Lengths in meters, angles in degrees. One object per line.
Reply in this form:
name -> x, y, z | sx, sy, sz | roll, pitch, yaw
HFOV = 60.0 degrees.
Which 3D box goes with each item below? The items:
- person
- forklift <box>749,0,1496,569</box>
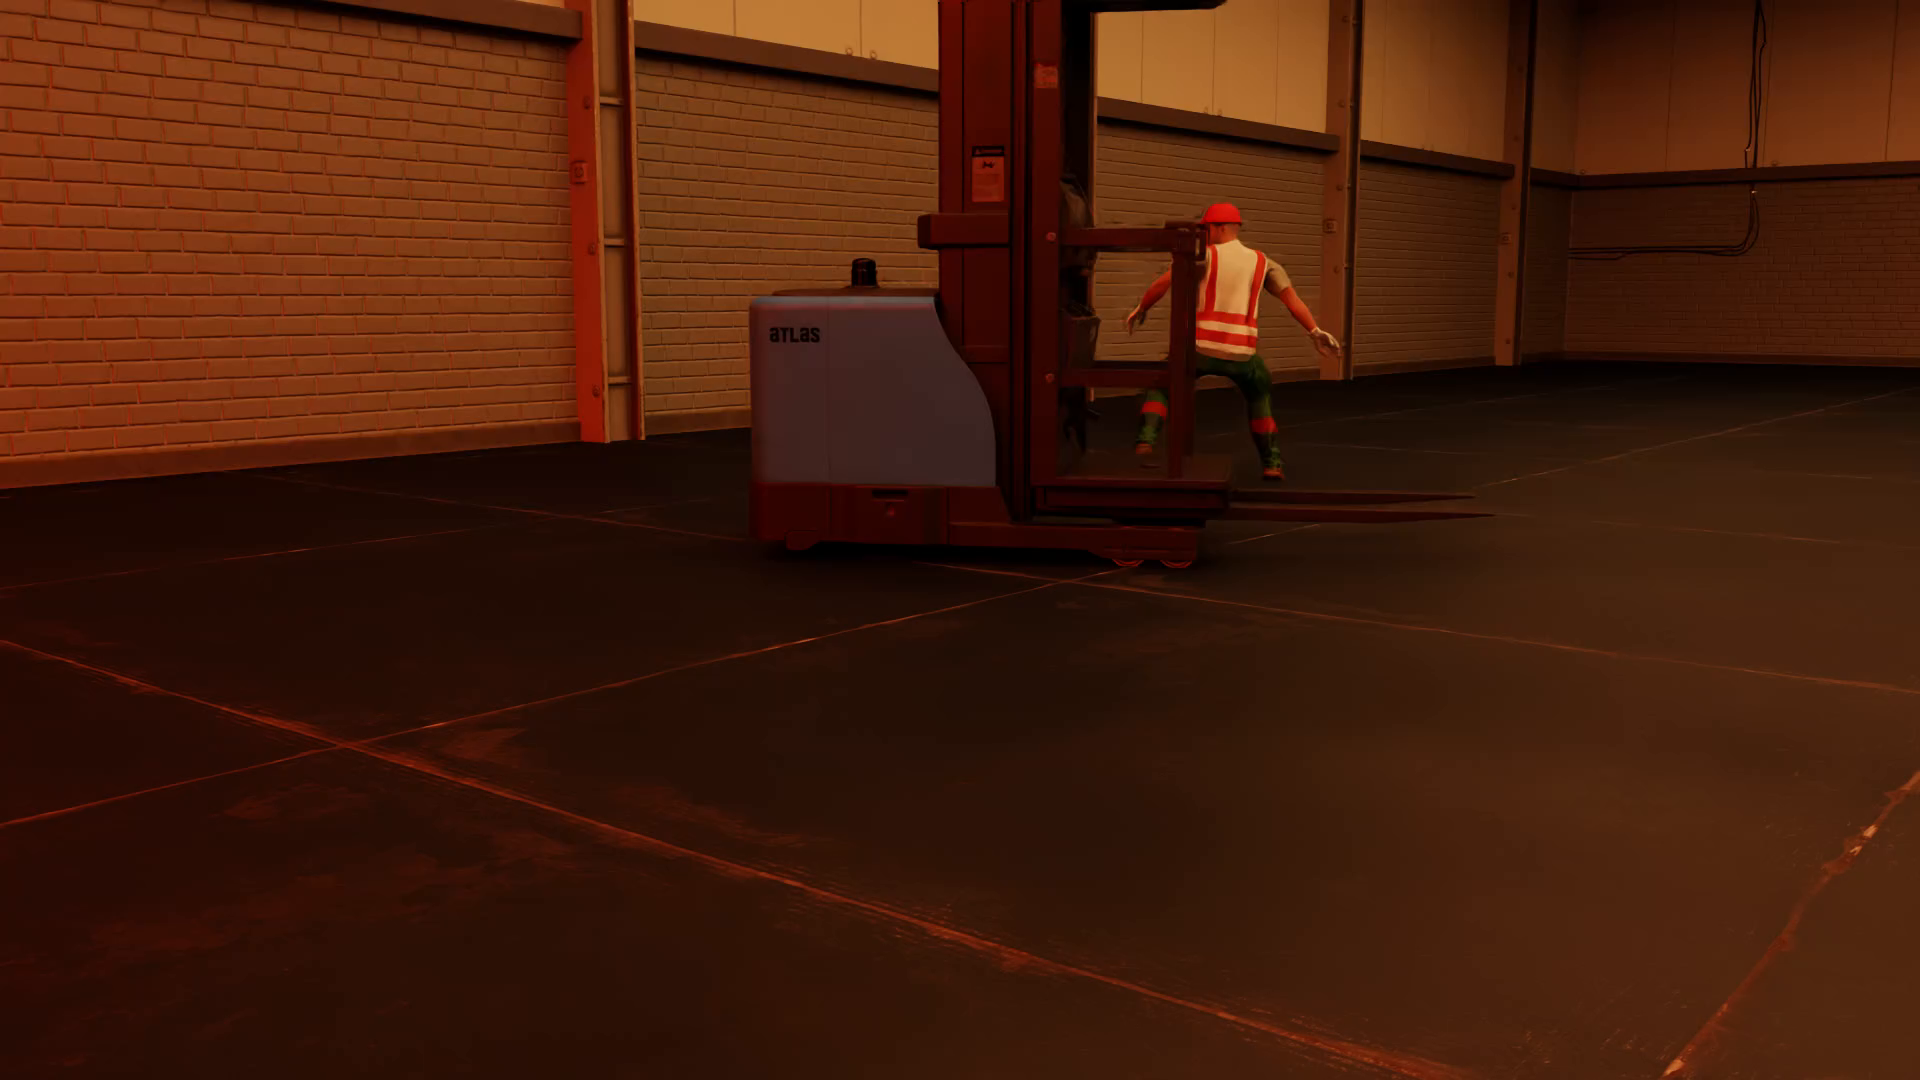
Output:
person -> 1.583, -1.115, 9.686 | 1.204, 1.676, 0.526 | -1, 8, -5
forklift -> 0.683, -1.417, 6.968 | 3.031, 2.935, 1.130 | 2, 8, 10
